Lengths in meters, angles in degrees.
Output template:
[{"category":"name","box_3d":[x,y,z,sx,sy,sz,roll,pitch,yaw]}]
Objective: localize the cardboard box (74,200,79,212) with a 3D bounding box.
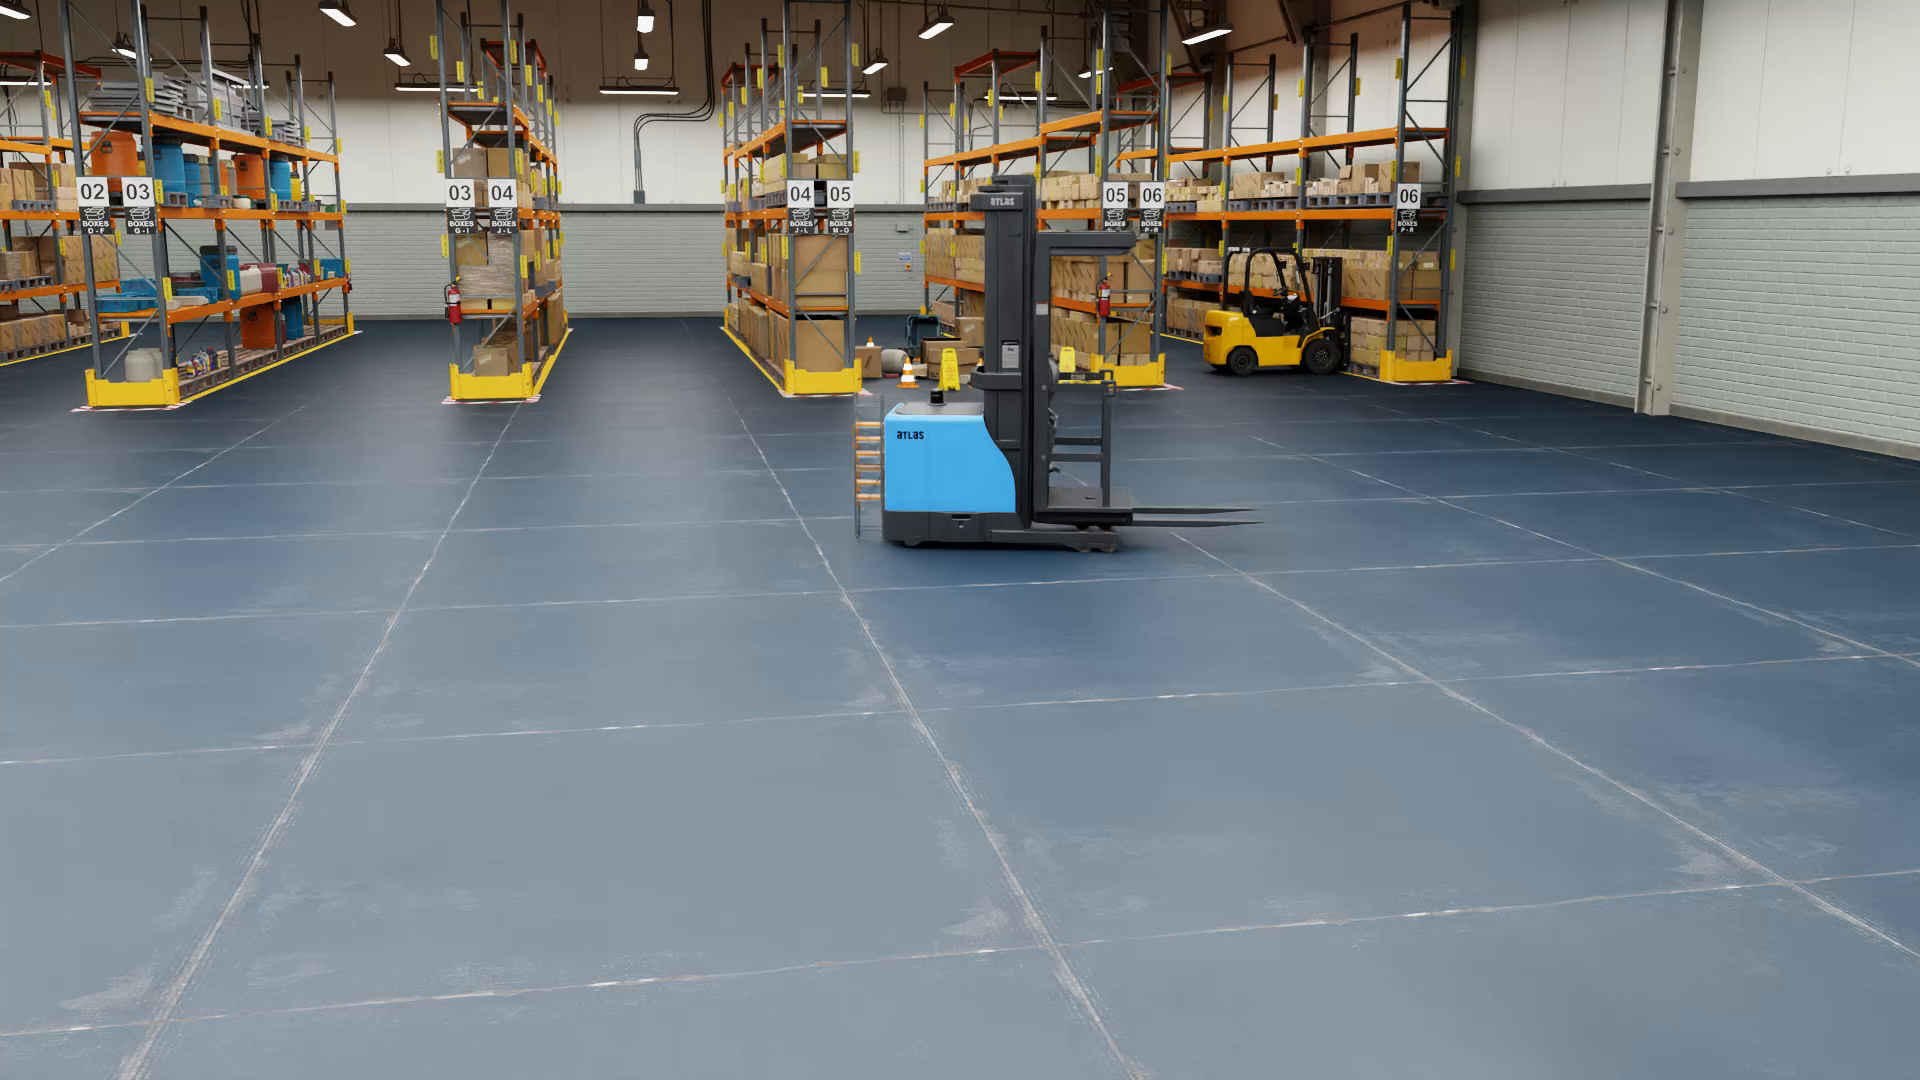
[{"category":"cardboard box","box_3d":[-19.097,-7.130,35.514,0.500,0.250,0.500,-2,11,-11]}]

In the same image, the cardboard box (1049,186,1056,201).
[{"category":"cardboard box","box_3d":[1.865,-6.062,29.108,0.500,0.250,0.500,-2,11,-11]}]

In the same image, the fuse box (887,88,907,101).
[{"category":"fuse box","box_3d":[-1.758,-12.440,46.431,0.513,0.334,0.176,-2,11,-11]}]

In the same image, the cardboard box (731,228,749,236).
[{"category":"cardboard box","box_3d":[-5.001,-6.922,38.303,0.500,0.500,0.500,-2,11,-10]}]

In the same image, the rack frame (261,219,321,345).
[{"category":"rack frame","box_3d":[-14.196,-5.628,35.242,1.000,3.000,0.127,-2,11,-11]}]

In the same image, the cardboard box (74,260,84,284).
[{"category":"cardboard box","box_3d":[-18.990,-5.695,35.326,0.500,0.500,0.500,-2,11,-10]}]

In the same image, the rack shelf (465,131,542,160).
[{"category":"rack shelf","box_3d":[-8.171,-7.105,29.951,1.077,0.370,4.000,-2,11,-11]}]

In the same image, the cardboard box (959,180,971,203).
[{"category":"cardboard box","box_3d":[0.270,-7.725,36.848,0.500,0.500,0.500,-2,11,-12]}]

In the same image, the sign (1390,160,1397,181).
[{"category":"sign","box_3d":[7.050,-6.001,27.025,0.100,0.325,0.005,-2,11,-11]}]

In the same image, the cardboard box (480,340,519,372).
[{"category":"cardboard box","box_3d":[-7.362,-2.924,26.601,0.500,0.500,0.500,-1,11,-6]}]

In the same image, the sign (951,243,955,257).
[{"category":"sign","box_3d":[-0.161,-6.612,37.886,0.100,0.325,0.005,-2,11,-11]}]

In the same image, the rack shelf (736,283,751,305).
[{"category":"rack shelf","box_3d":[-4.064,-5.250,35.179,1.077,0.370,4.000,-2,11,-11]}]

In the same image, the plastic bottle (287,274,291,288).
[{"category":"plastic bottle","box_3d":[-13.455,-5.179,33.215,0.152,0.276,0.135,-2,11,-11]}]

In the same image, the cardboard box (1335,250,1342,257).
[{"category":"cardboard box","box_3d":[6.906,-5.094,29.637,0.380,0.149,0.250,-2,11,-11]}]

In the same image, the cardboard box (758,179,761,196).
[{"category":"cardboard box","box_3d":[-3.454,-6.501,30.656,0.500,0.311,0.500,-3,11,-13]}]

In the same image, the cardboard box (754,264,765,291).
[{"category":"cardboard box","box_3d":[-3.653,-5.007,31.716,0.500,0.500,0.500,-2,11,-11]}]

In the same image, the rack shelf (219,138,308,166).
[{"category":"rack shelf","box_3d":[-13.807,-7.658,32.859,1.077,0.370,4.000,-2,11,-11]}]

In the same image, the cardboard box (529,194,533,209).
[{"category":"cardboard box","box_3d":[-7.437,-5.666,27.824,0.500,0.250,0.500,-2,11,-9]}]

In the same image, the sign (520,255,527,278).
[{"category":"sign","box_3d":[-6.472,-4.052,24.648,0.100,0.325,0.005,-2,11,-11]}]

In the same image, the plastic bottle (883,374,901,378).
[{"category":"plastic bottle","box_3d":[-1.151,-2.781,28.142,0.283,0.061,0.133,-6,13,-31]}]

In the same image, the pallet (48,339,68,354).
[{"category":"pallet","box_3d":[-18.861,-3.931,33.784,1.003,0.211,1.213,-2,11,-11]}]

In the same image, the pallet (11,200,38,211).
[{"category":"pallet","box_3d":[-18.793,-6.517,32.396,1.213,0.211,1.003,-2,11,-11]}]

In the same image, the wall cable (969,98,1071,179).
[{"category":"wall cable","box_3d":[1.700,-11.022,47.437,2.988,3.039,0.133,-2,11,-11]}]

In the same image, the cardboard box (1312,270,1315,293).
[{"category":"cardboard box","box_3d":[6.755,-4.746,30.340,0.500,0.500,0.500,-2,11,-10]}]

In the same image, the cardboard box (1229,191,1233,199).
[{"category":"cardboard box","box_3d":[5.799,-7.155,34.478,0.380,0.166,0.250,-2,11,-11]}]

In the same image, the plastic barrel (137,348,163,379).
[{"category":"plastic barrel","box_3d":[-12.163,-2.621,24.975,0.421,0.512,0.421,0,11,0]}]

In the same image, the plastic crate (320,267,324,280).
[{"category":"plastic crate","box_3d":[-14.313,-5.886,36.754,0.437,0.282,0.530,-2,11,-11]}]

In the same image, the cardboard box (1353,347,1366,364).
[{"category":"cardboard box","box_3d":[7.096,-3.170,28.562,0.500,0.250,0.500,-2,11,-11]}]

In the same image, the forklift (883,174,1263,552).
[{"category":"forklift","box_3d":[0.925,-1.444,13.446,3.031,2.935,1.130,1,11,4]}]

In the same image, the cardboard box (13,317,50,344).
[{"category":"cardboard box","box_3d":[-18.494,-4.174,33.110,0.500,0.500,0.500,-2,11,-10]}]

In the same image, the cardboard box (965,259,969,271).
[{"category":"cardboard box","box_3d":[0.393,-6.061,36.583,0.500,0.250,0.500,-2,11,-10]}]

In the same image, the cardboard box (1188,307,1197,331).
[{"category":"cardboard box","box_3d":[5.425,-4.947,37.226,0.500,0.500,0.500,-3,11,-13]}]

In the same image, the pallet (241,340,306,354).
[{"category":"pallet","box_3d":[-13.846,-3.891,33.574,1.003,0.211,1.213,-2,11,-11]}]

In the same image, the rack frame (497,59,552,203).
[{"category":"rack frame","box_3d":[-9.338,-8.755,35.628,1.000,3.000,0.127,-2,11,-11]}]

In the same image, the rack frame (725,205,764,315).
[{"category":"rack frame","box_3d":[-5.231,-6.703,40.893,1.000,3.000,0.127,-2,11,-11]}]

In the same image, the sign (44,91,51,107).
[{"category":"sign","box_3d":[-18.513,-8.953,33.748,0.100,0.325,0.005,-2,11,-11]}]

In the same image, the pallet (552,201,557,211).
[{"category":"pallet","box_3d":[-9.721,-7.612,37.880,1.003,0.211,1.213,-2,11,-11]}]

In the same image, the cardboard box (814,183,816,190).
[{"category":"cardboard box","box_3d":[-2.167,-5.727,27.023,0.380,0.149,0.250,-2,11,-10]}]

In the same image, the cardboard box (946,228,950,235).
[{"category":"cardboard box","box_3d":[-0.124,-7.261,39.146,0.380,0.149,0.250,-2,11,-11]}]

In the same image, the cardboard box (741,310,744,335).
[{"category":"cardboard box","box_3d":[-4.465,-4.706,35.961,0.500,0.500,0.500,-2,11,-8]}]

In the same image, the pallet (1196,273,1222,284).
[{"category":"pallet","box_3d":[5.828,-5.643,35.837,1.213,0.211,1.003,-2,11,-11]}]

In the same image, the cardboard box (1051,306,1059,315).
[{"category":"cardboard box","box_3d":[1.754,-4.101,29.708,0.380,0.149,0.250,-2,11,-10]}]

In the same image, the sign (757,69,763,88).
[{"category":"sign","box_3d":[-3.427,-7.925,28.559,0.100,0.325,0.005,-2,11,-11]}]

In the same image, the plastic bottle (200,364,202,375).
[{"category":"plastic bottle","box_3d":[-12.015,-2.712,26.228,0.097,0.201,0.097,0,11,0]}]

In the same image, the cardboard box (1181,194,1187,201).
[{"category":"cardboard box","box_3d":[5.161,-7.652,37.134,0.380,0.149,0.250,-2,11,-10]}]

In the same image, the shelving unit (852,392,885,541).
[{"category":"shelving unit","box_3d":[-0.740,-0.602,13.647,0.258,1.200,0.189,1,11,4]}]

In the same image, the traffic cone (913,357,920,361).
[{"category":"traffic cone","box_3d":[-0.713,-3.648,31.626,0.336,0.463,0.334,-2,11,-11]}]

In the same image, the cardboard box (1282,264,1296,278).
[{"category":"cardboard box","box_3d":[6.461,-5.135,31.717,0.500,0.250,0.500,-2,11,-12]}]

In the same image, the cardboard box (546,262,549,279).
[{"category":"cardboard box","box_3d":[-8.388,-5.222,32.845,0.500,0.500,0.500,-2,11,-9]}]
